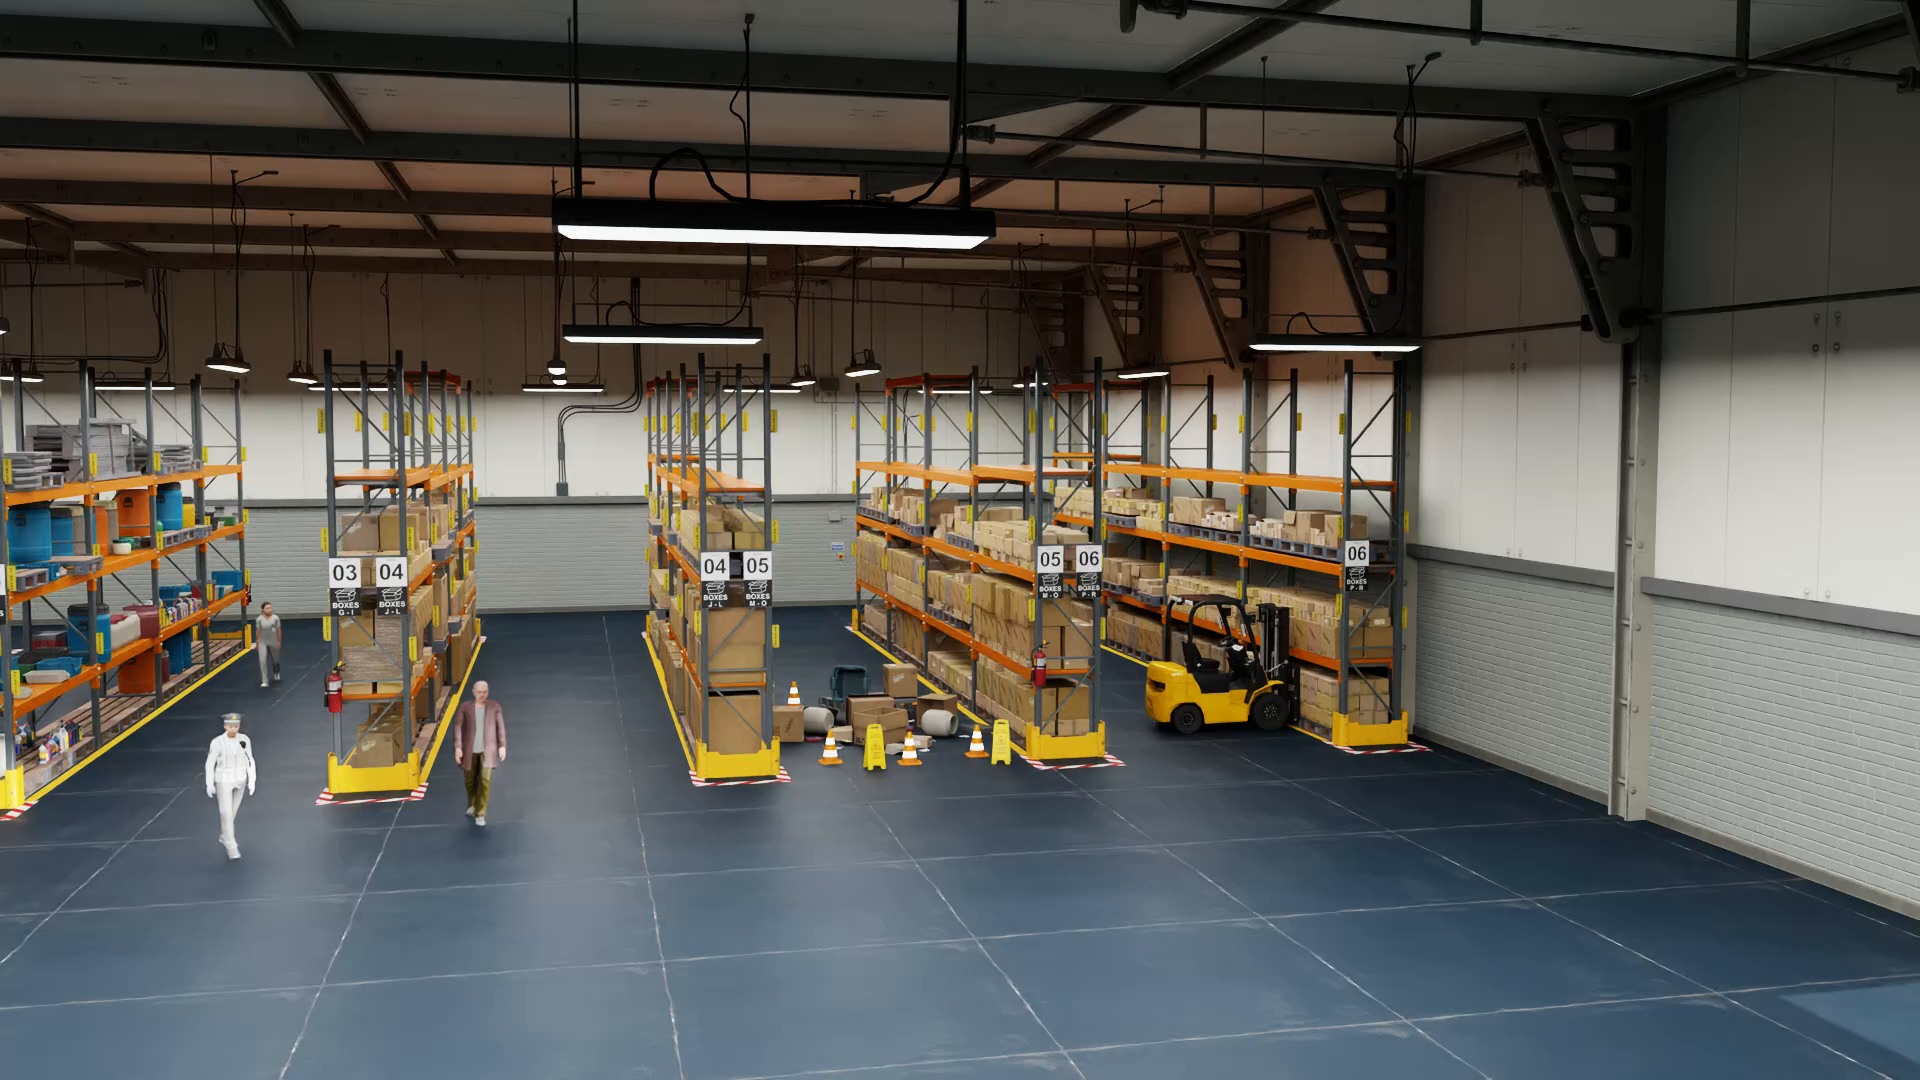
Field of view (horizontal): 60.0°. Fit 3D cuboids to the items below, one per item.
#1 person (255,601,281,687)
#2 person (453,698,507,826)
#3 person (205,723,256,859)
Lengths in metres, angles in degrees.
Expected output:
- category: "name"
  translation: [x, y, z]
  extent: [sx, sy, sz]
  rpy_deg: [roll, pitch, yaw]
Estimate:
- category: "person"
  translation: [-13.222, 1.969, 31.817]
  extent: [0.449, 1.624, 0.948]
  rpy_deg: [-1, 4, -17]
- category: "person"
  translation: [-6.067, 2.788, 21.029]
  extent: [0.654, 1.627, 0.727]
  rpy_deg: [-1, 4, -14]
- category: "person"
  translation: [-8.466, 2.827, 19.362]
  extent: [0.952, 1.603, 0.508]
  rpy_deg: [3, 5, 40]
